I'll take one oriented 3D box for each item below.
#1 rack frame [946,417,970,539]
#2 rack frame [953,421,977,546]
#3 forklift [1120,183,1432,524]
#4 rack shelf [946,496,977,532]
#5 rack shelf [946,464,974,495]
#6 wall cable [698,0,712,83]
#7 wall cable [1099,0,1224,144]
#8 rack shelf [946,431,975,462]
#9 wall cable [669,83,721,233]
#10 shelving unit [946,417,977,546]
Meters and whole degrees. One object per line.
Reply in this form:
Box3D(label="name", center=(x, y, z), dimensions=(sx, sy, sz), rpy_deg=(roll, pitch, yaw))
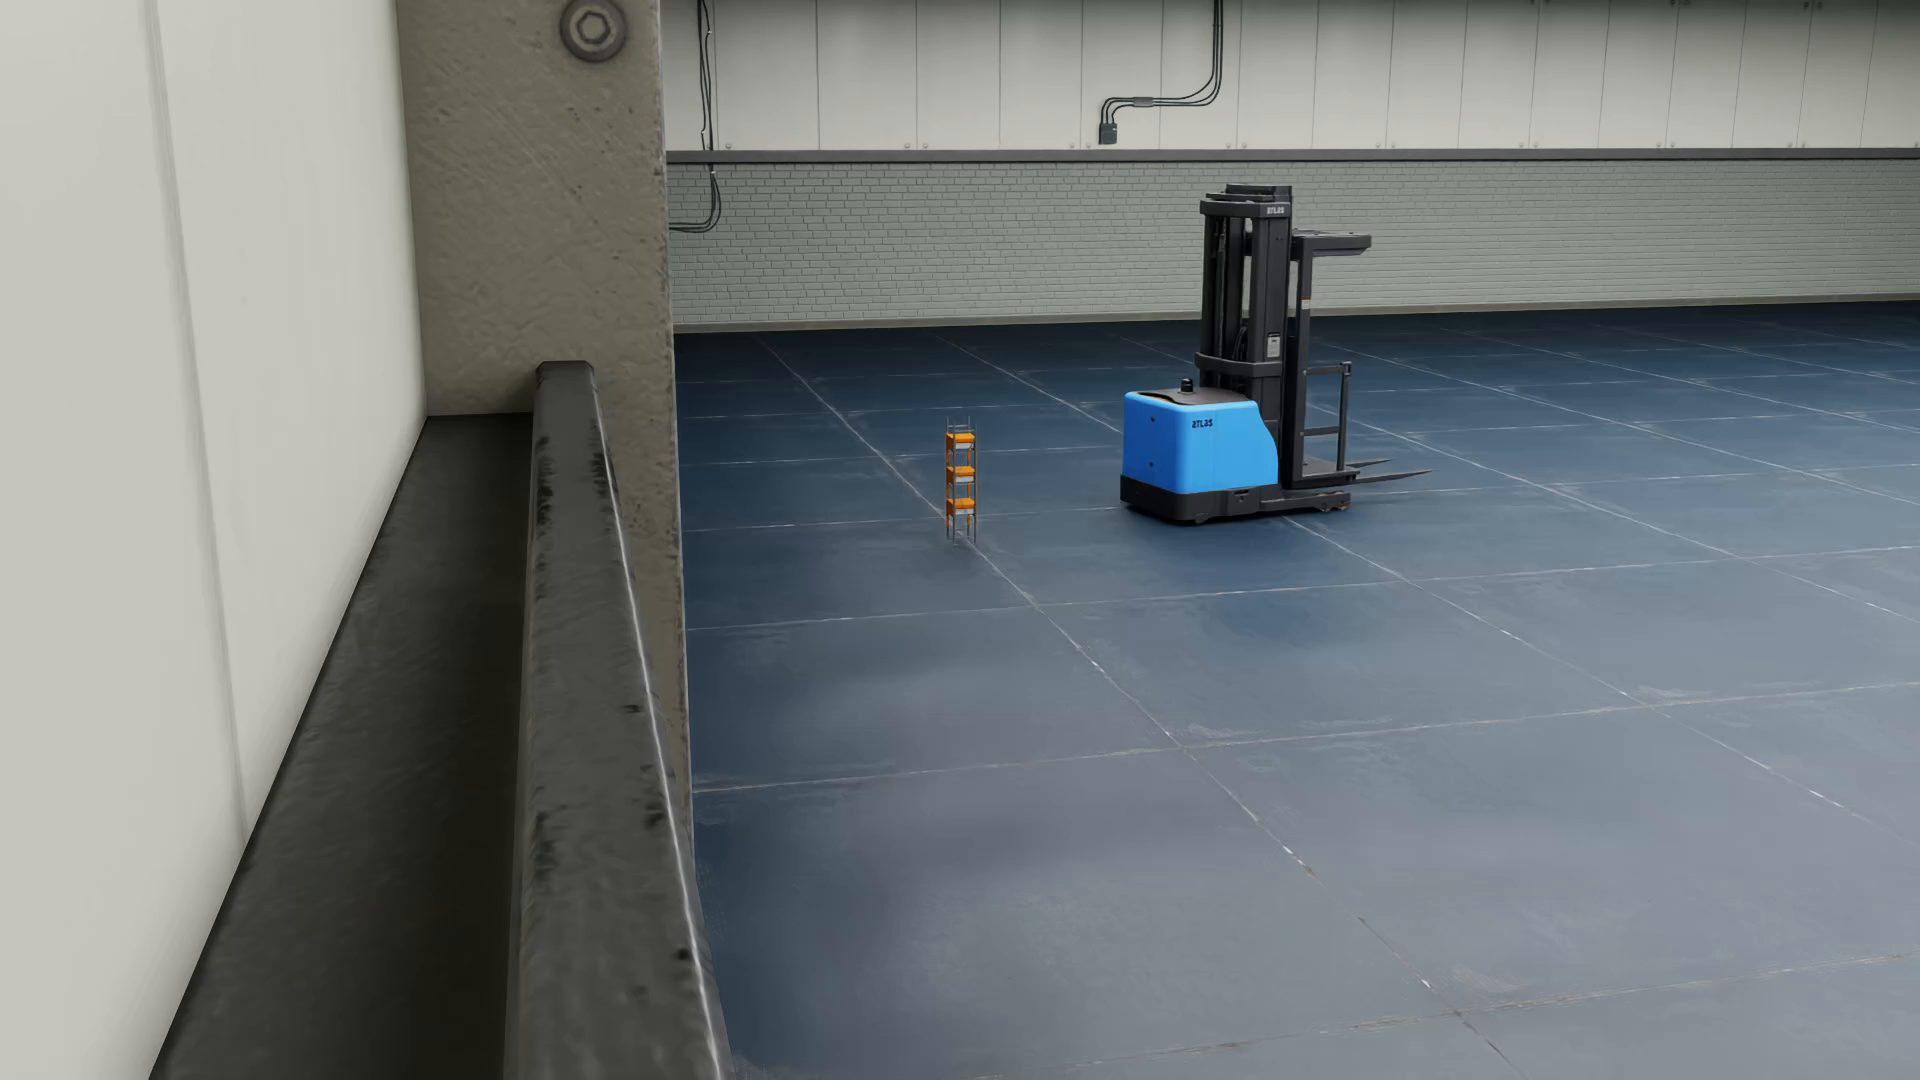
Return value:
Box3D(label="rack frame", center=(-0.016, -0.526, 14.145), dimensions=(0.200, 1.050, 0.008), rpy_deg=(-3, 14, -13))
Box3D(label="rack frame", center=(0.041, -0.470, 13.914), dimensions=(0.200, 1.050, 0.008), rpy_deg=(-3, 14, -13))
Box3D(label="forklift", center=(3.042, -1.787, 15.345), dimensions=(3.031, 2.935, 1.130), rpy_deg=(-7, 15, -25))
Box3D(label="rack shelf", center=(0.013, -0.217, 14.098), dimensions=(0.215, 0.259, 0.240), rpy_deg=(-3, 14, -13))
Box3D(label="rack shelf", center=(0.013, -0.487, 14.032), dimensions=(0.215, 0.259, 0.240), rpy_deg=(-3, 14, -13))
Box3D(label="wall cable", center=(-2.967, -9.012, 28.030), dimensions=(3.097, 2.526, 0.112), rpy_deg=(-3, 14, -13))
Box3D(label="wall cable", center=(3.635, -10.093, 29.391), dimensions=(2.305, 6.003, 0.169), rpy_deg=(-3, 14, -13))
Box3D(label="rack shelf", center=(0.013, -0.763, 13.965), dimensions=(0.215, 0.259, 0.240), rpy_deg=(-3, 14, -13))
Box3D(label="wall cable", center=(-5.597, -6.407, 28.013), dimensions=(3.097, 2.526, 0.112), rpy_deg=(-3, 14, -13))
Box3D(label="shelving unit", center=(0.013, -0.498, 14.030), dimensions=(0.215, 1.050, 0.252), rpy_deg=(-3, 14, -13))
